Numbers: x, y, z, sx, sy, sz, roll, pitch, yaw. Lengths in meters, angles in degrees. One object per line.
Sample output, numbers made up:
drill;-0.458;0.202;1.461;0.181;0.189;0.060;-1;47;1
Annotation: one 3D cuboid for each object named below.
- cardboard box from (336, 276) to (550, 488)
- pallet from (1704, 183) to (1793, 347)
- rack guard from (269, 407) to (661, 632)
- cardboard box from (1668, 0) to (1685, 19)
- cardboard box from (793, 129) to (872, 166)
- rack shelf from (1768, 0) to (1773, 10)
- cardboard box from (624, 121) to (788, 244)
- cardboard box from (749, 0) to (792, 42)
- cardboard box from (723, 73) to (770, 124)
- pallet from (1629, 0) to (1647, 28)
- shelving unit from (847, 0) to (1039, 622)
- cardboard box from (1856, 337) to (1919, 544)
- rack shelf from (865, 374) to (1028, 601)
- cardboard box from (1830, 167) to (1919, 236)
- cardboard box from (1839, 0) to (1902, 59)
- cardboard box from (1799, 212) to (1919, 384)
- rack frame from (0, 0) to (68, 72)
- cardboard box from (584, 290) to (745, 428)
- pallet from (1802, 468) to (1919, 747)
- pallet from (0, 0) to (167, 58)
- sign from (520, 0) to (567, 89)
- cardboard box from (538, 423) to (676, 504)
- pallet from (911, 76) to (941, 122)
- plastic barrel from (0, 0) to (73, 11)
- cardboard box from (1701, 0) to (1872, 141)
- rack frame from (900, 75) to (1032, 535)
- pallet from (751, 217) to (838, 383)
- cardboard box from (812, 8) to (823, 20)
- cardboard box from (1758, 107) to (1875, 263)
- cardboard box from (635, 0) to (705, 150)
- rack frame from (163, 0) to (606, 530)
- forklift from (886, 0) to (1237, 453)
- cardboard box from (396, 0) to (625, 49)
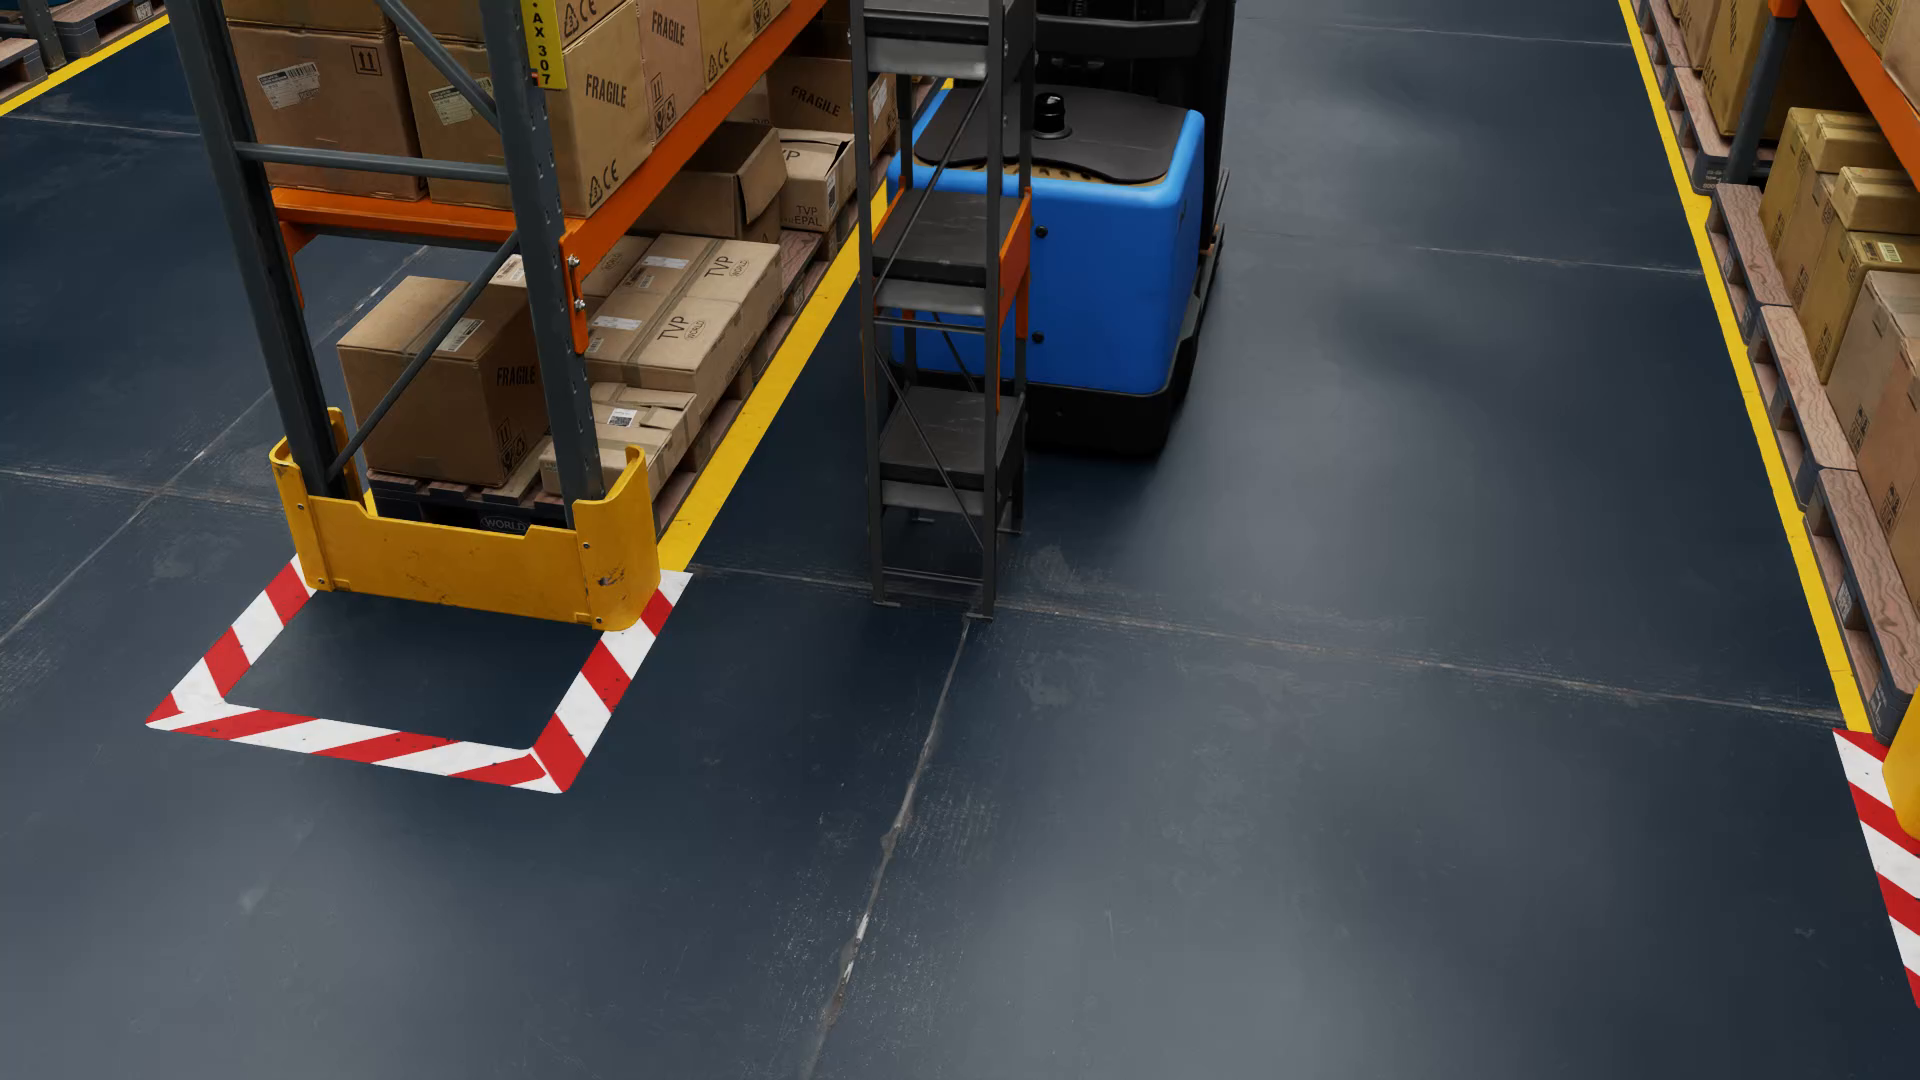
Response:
cardboard box;-1.737;-0.549;5.707;0.500;0.500;0.500;7;37;10
pallet;3.843;-1.160;7.170;1.003;0.211;1.213;7;37;10
rack guard;-1.596;-0.072;5.423;1.175;0.500;0.348;7;37;10
cardboard box;4.458;-3.401;9.361;0.750;0.750;0.750;7;37;10
cardboard box;-0.624;-1.773;7.695;0.380;0.149;0.250;7;37;10
rack shelf;4.510;-3.570;8.733;1.077;0.370;4.000;7;37;10
cardboard box;-1.154;-1.423;6.910;0.797;0.503;0.637;7;37;10
cardboard box;-0.936;-2.173;6.107;0.500;0.500;0.500;8;37;11
cardboard box;-1.059;-2.210;8.159;0.500;0.311;0.500;7;37;10
pallet;4.695;-3.437;10.312;1.003;0.211;1.213;7;37;10
shelving unit;-0.035;-0.755;5.003;0.431;2.100;0.503;7;37;10
cardboard box;3.387;-0.280;5.353;0.700;0.500;0.500;7;37;10
rack shelf;-0.035;-0.177;5.422;0.431;0.518;0.480;7;37;10
cardboard box;3.460;-1.247;6.134;0.380;0.149;0.250;6;36;9
cardboard box;3.789;-2.110;5.849;0.980;0.700;0.700;6;36;9
cardboard box;3.600;-0.876;6.174;0.700;0.500;0.500;8;37;11
rack frame;-5.596;-3.957;8.653;1.000;3.000;0.127;7;37;10
cardboard box;-1.112;-0.668;6.084;0.500;0.250;0.500;7;37;10
pallet;3.322;0.239;5.240;1.003;0.211;1.213;7;37;10
pallet;-5.391;-3.265;10.075;1.003;0.211;1.213;7;37;10
sign;-1.082;-1.323;4.282;0.100;0.325;0.005;7;37;10
cardboard box;-1.187;-0.261;5.609;0.380;0.149;0.250;7;37;10
pallet;-0.621;-2.676;9.262;1.003;0.211;1.213;7;37;10
plastic barrel;-5.463;-3.587;9.573;0.600;0.901;0.708;7;37;10
cardboard box;4.094;-2.404;7.984;0.750;0.750;0.750;8;37;11
rack frame;0.017;-0.895;5.196;0.400;2.100;0.015;7;37;10
pallet;-1.164;-1.110;7.101;1.003;0.211;1.213;7;37;10
cardboard box;-0.932;-2.819;8.838;0.500;0.500;0.500;7;37;10
cardboard box;3.822;-1.457;6.977;0.700;0.500;0.500;8;37;11
cardboard box;-1.155;-1.599;5.315;0.500;0.500;0.500;7;37;10
rack frame;-1.612;-1.041;4.630;1.000;3.000;0.127;7;37;10
forklift;0.569;-2.369;6.521;1.130;2.935;3.031;8;37;11
cardboard box;-1.260;-1.707;4.612;0.500;0.500;0.500;8;37;11
